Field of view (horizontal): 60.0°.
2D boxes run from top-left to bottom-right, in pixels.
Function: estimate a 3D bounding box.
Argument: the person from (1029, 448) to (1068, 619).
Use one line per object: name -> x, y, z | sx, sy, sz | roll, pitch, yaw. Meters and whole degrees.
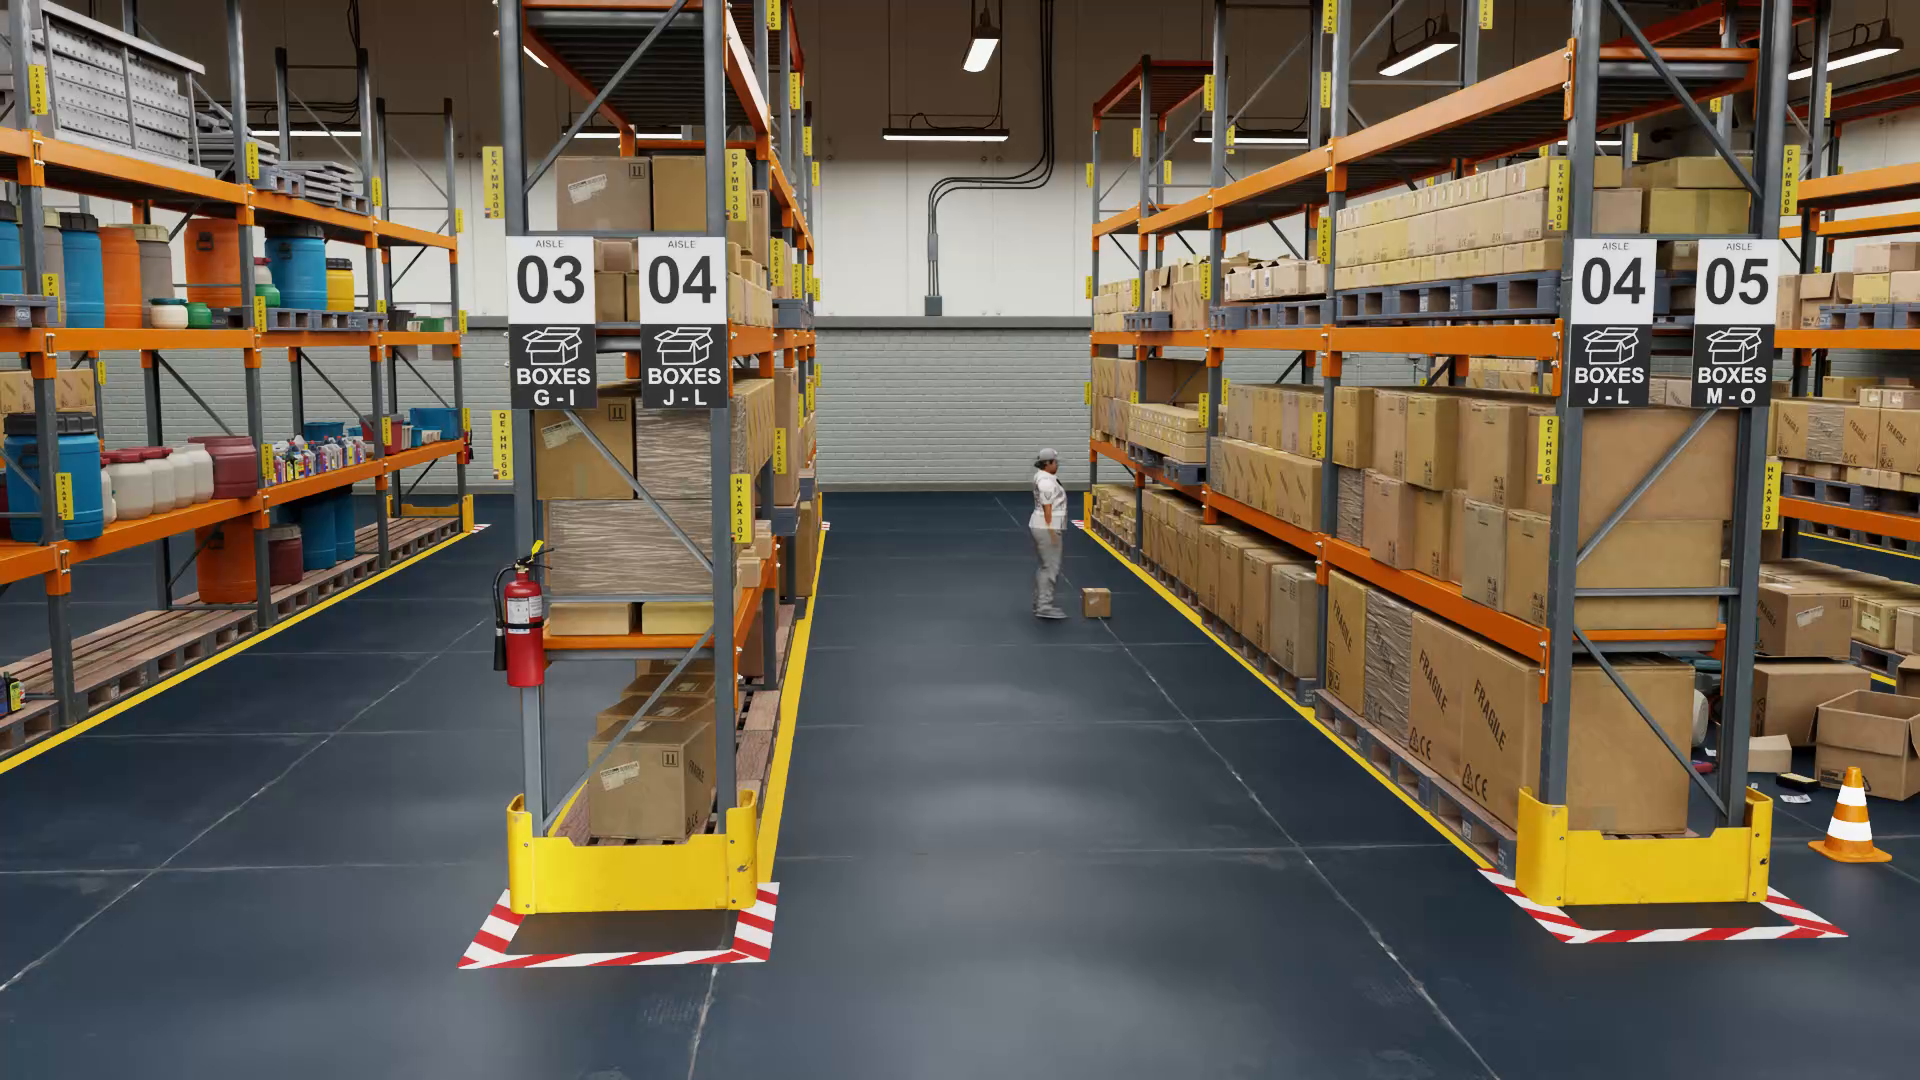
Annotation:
person -> 0.876, -0.074, 16.372 | 0.390, 1.664, 0.467 | 0, 7, -2
